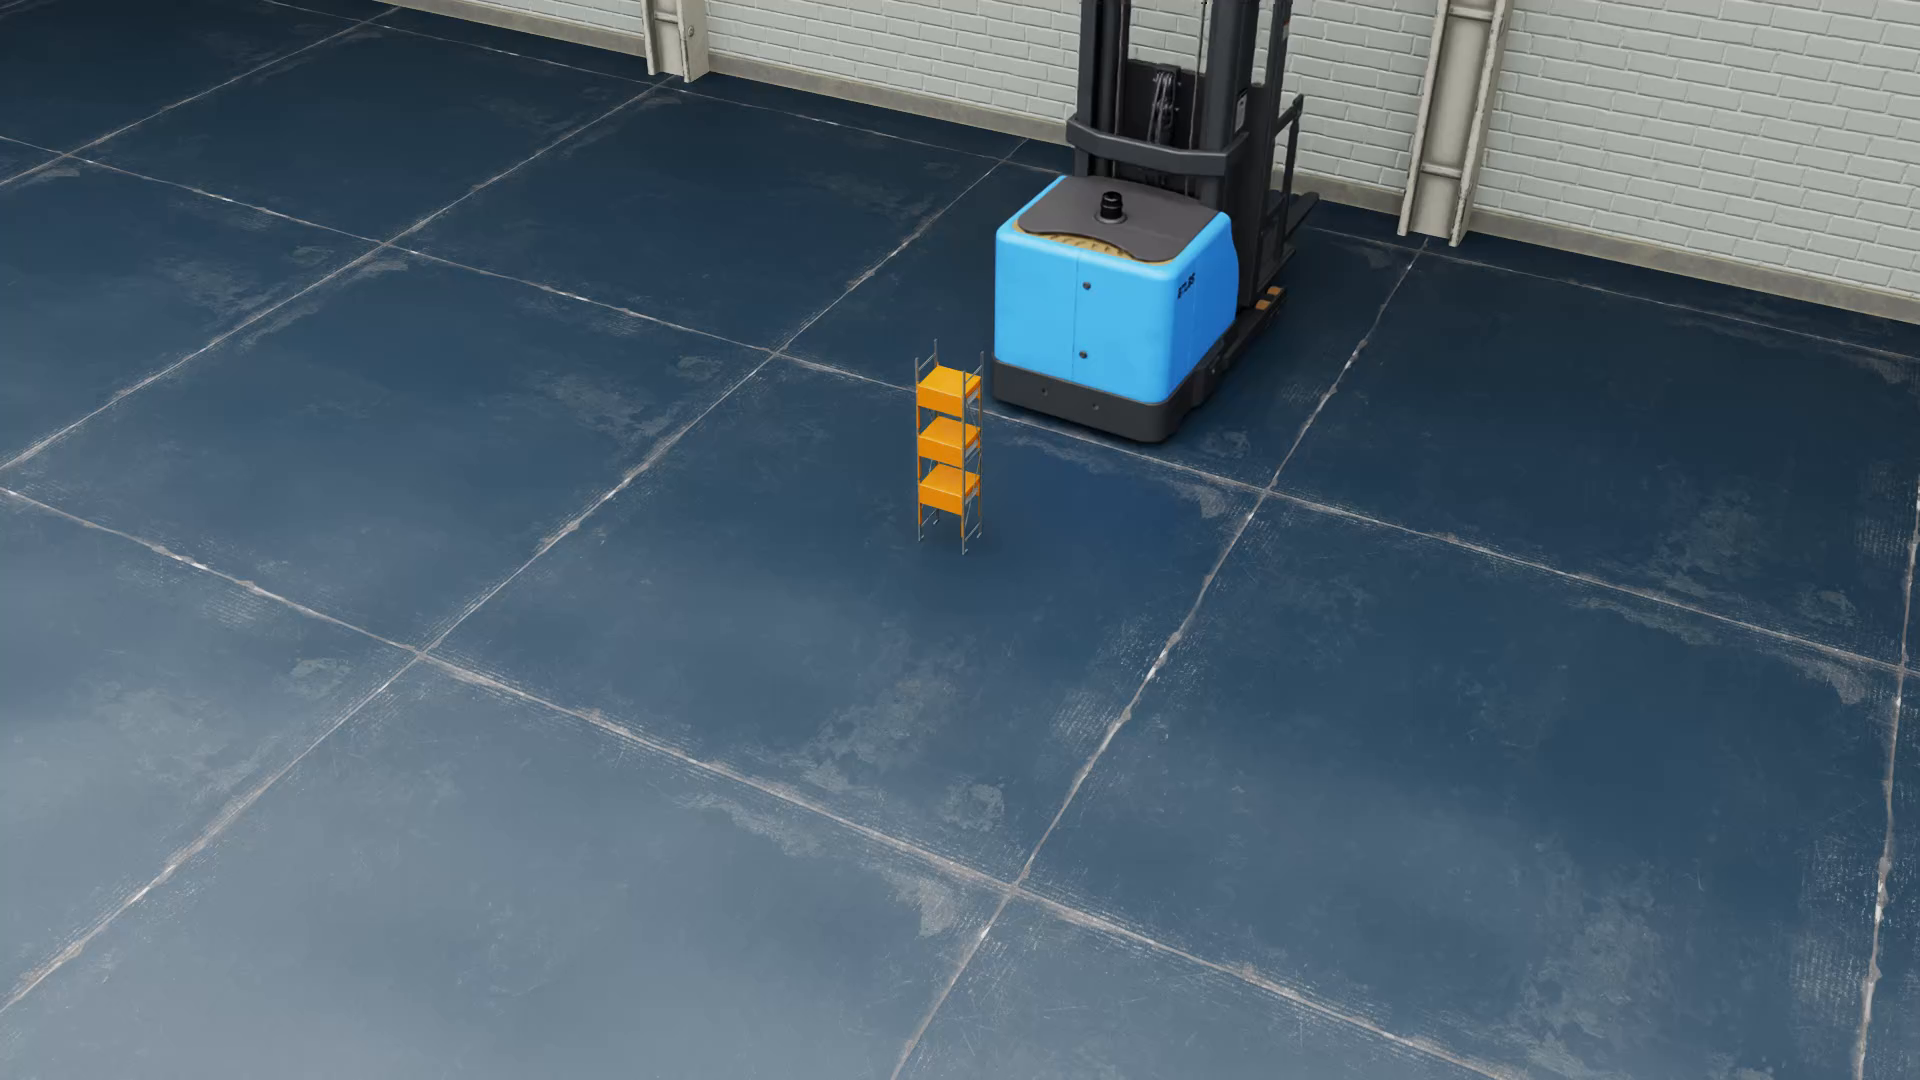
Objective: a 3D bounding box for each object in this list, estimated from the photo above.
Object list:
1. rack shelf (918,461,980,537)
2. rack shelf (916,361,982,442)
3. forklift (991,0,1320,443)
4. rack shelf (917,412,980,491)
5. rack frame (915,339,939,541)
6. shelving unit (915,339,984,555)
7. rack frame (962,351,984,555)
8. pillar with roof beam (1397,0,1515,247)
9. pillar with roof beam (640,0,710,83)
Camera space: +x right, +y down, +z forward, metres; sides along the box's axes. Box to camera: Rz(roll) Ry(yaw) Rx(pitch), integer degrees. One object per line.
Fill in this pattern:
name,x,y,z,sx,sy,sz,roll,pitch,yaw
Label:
rack shelf,-0.048,-0.203,8.146,0.240,0.259,0.215,17,41,21
rack shelf,-0.048,-0.651,7.807,0.240,0.259,0.215,17,41,21
forklift,1.328,-2.558,9.215,1.130,2.935,3.031,19,41,23
rack shelf,-0.048,-0.425,7.978,0.240,0.259,0.215,17,41,21
rack frame,-0.156,-0.467,8.017,0.008,1.050,0.200,17,41,21
shelving unit,-0.048,-0.433,7.972,0.252,1.050,0.215,17,41,21
rack frame,0.061,-0.399,7.927,0.008,1.050,0.200,17,41,21
pillar with roof beam,1.134,-3.308,5.185,0.400,9.000,9.100,17,41,21
pillar with roof beam,-4.194,-4.977,7.383,0.400,9.000,9.100,17,41,21
